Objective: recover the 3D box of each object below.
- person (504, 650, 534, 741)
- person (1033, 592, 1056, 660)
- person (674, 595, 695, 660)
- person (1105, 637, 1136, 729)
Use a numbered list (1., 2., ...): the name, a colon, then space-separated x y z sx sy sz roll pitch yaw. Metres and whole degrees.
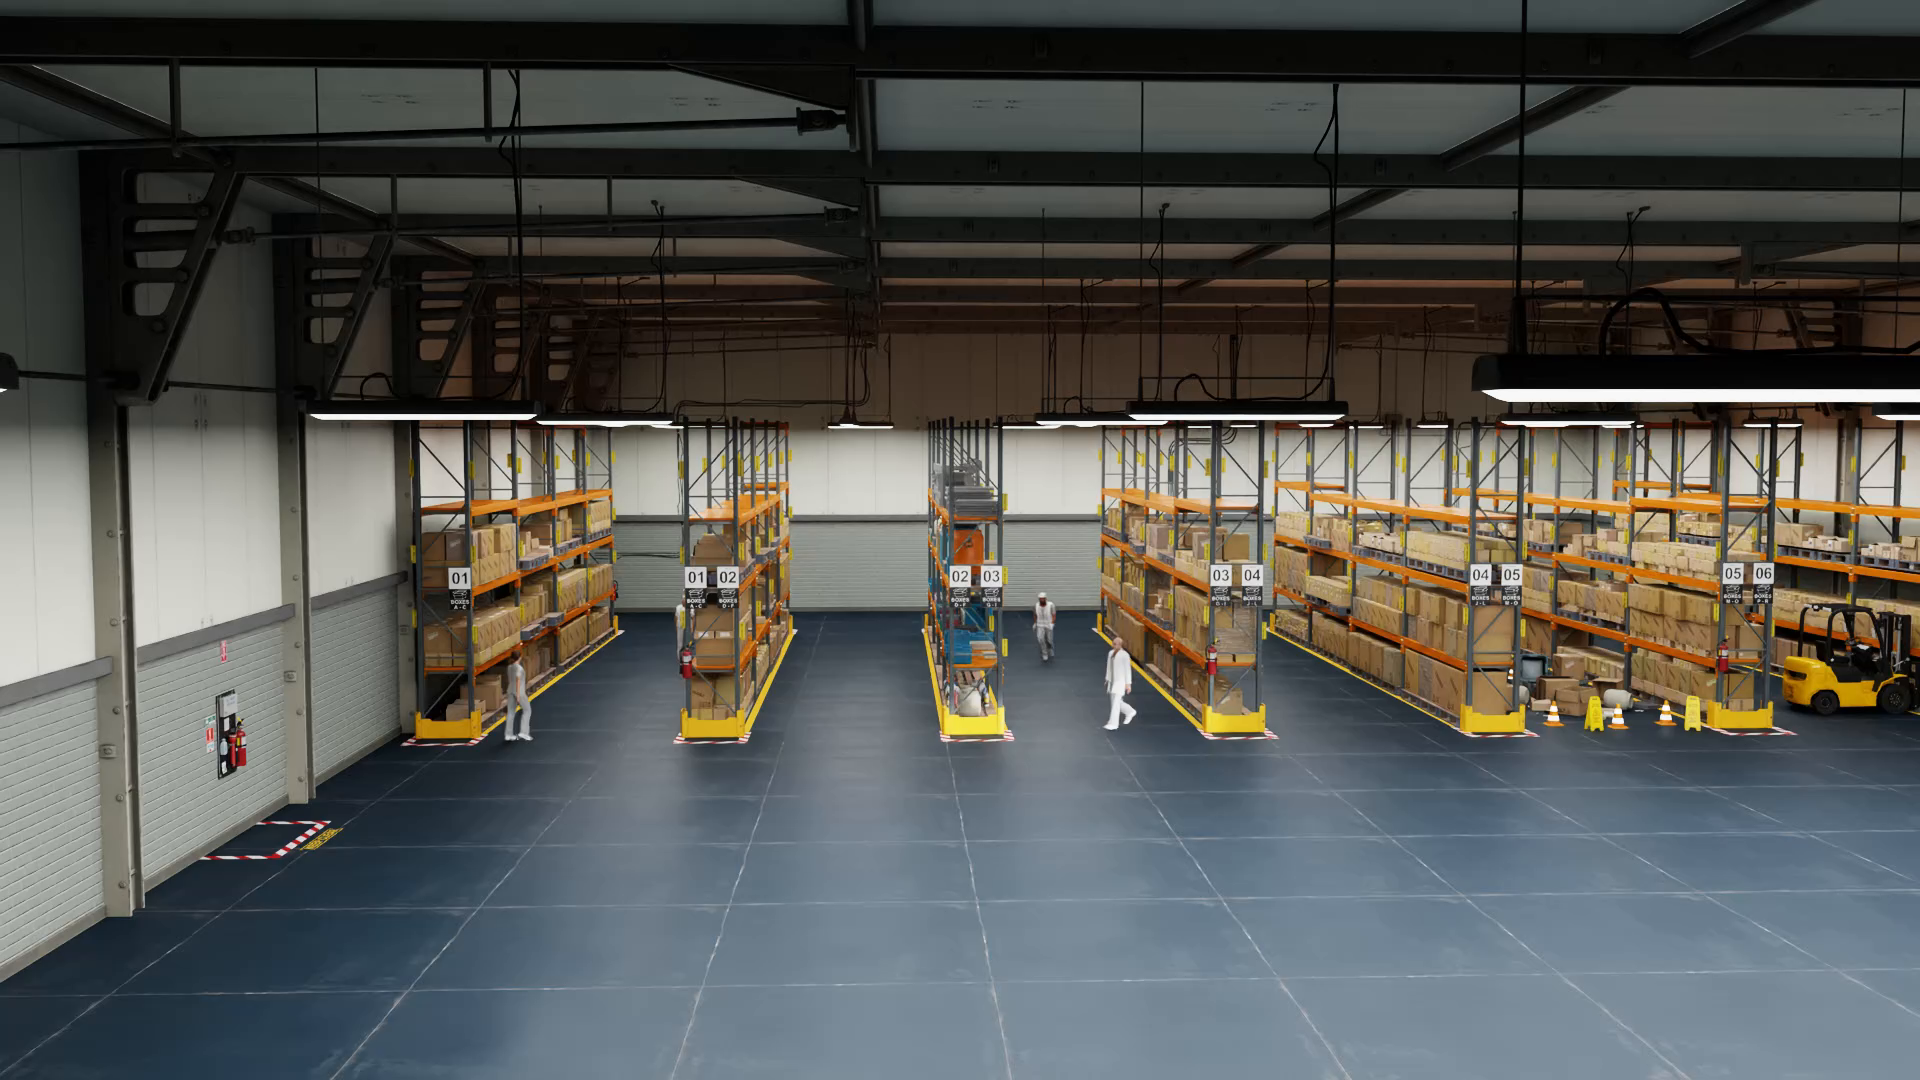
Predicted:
1. person: -8.250 2.901 30.776 0.533 1.718 0.547 2 4 28
2. person: 2.127 2.150 41.855 0.607 1.696 0.798 1 4 12
3. person: -6.870 2.186 41.542 0.508 1.606 1.005 -1 4 -16
4. person: 3.090 2.747 32.132 0.908 1.757 0.650 -2 4 -32
